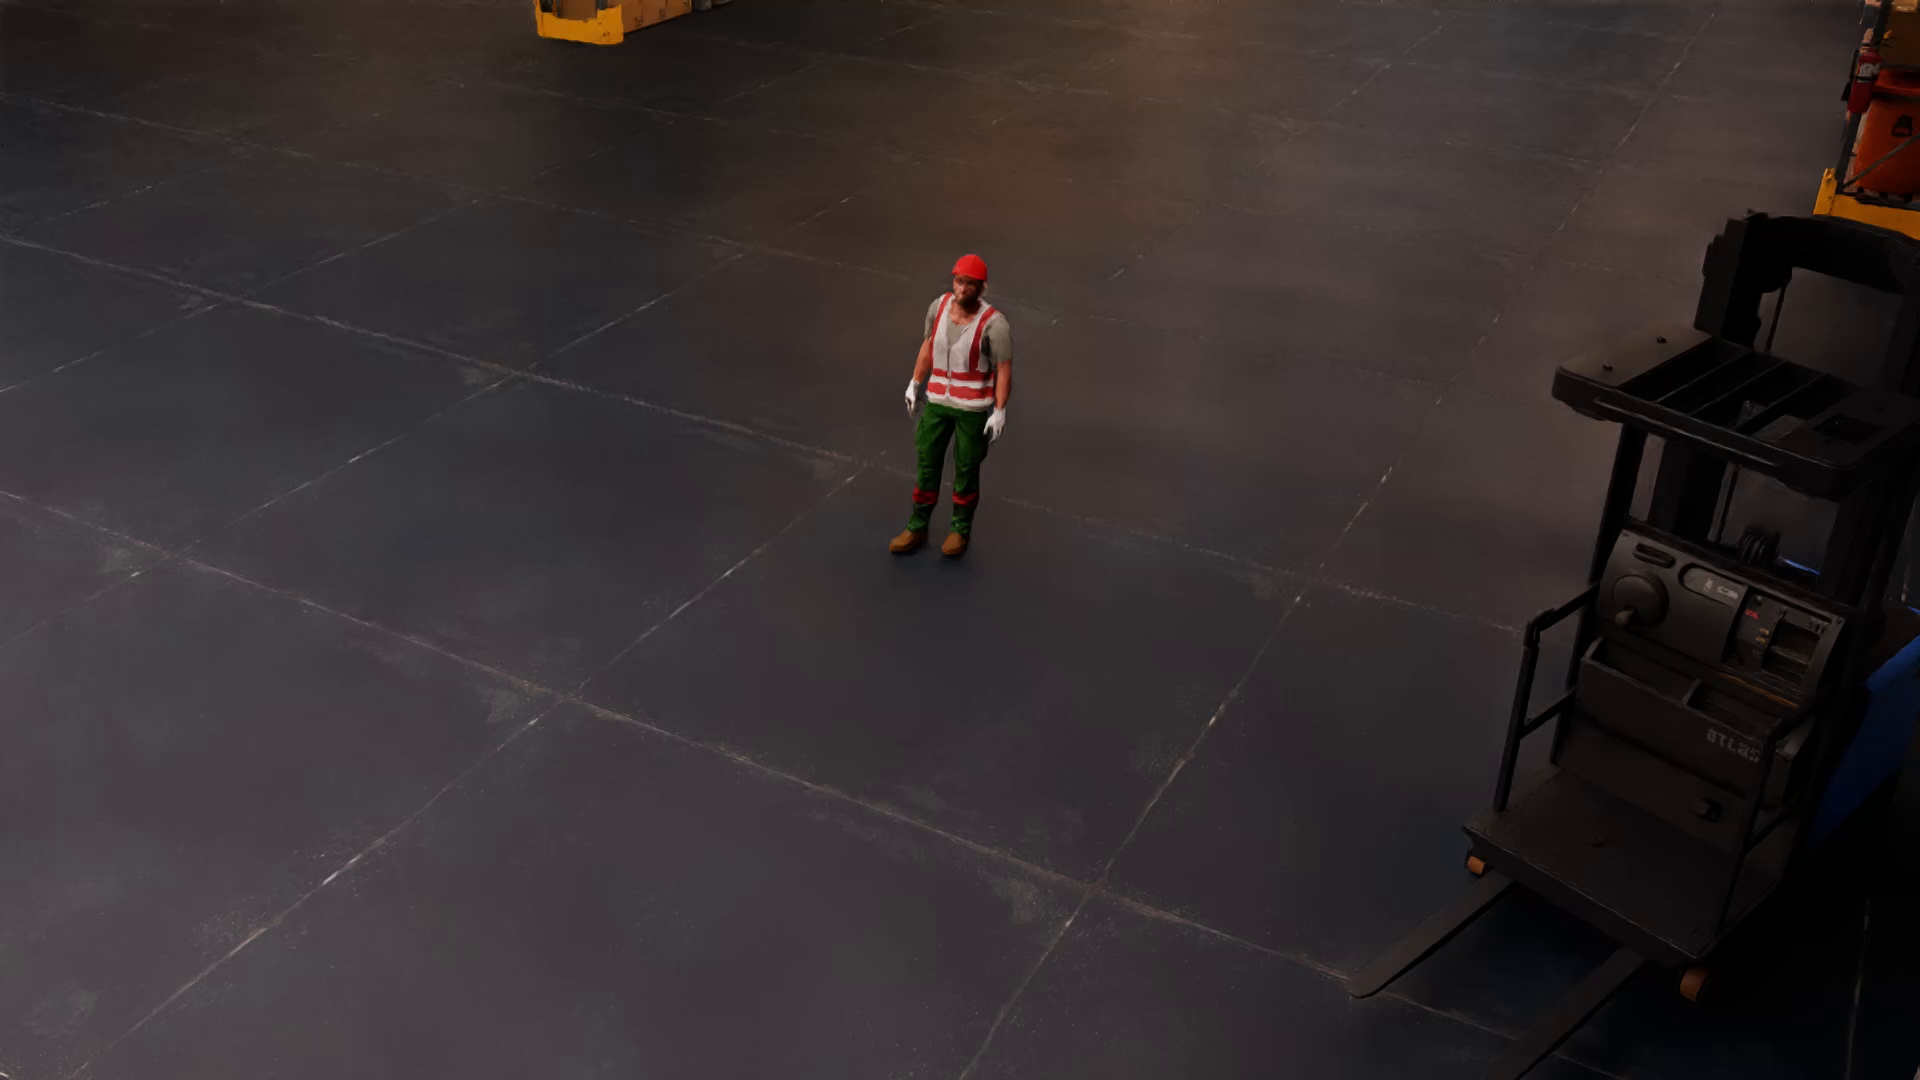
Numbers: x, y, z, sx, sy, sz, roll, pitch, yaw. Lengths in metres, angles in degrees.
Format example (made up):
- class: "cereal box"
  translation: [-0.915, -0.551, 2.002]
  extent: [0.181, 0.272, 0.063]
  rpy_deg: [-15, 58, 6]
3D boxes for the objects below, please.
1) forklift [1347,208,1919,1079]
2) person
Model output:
- class: "forklift"
  translation: [2.874, 0.312, 6.530]
  extent: [3.031, 2.935, 1.130]
  rpy_deg: [-24, 37, -35]
- class: "person"
  translation: [-0.048, -0.748, 9.496]
  extent: [0.637, 1.787, 0.563]
  rpy_deg: [15, 33, 25]
